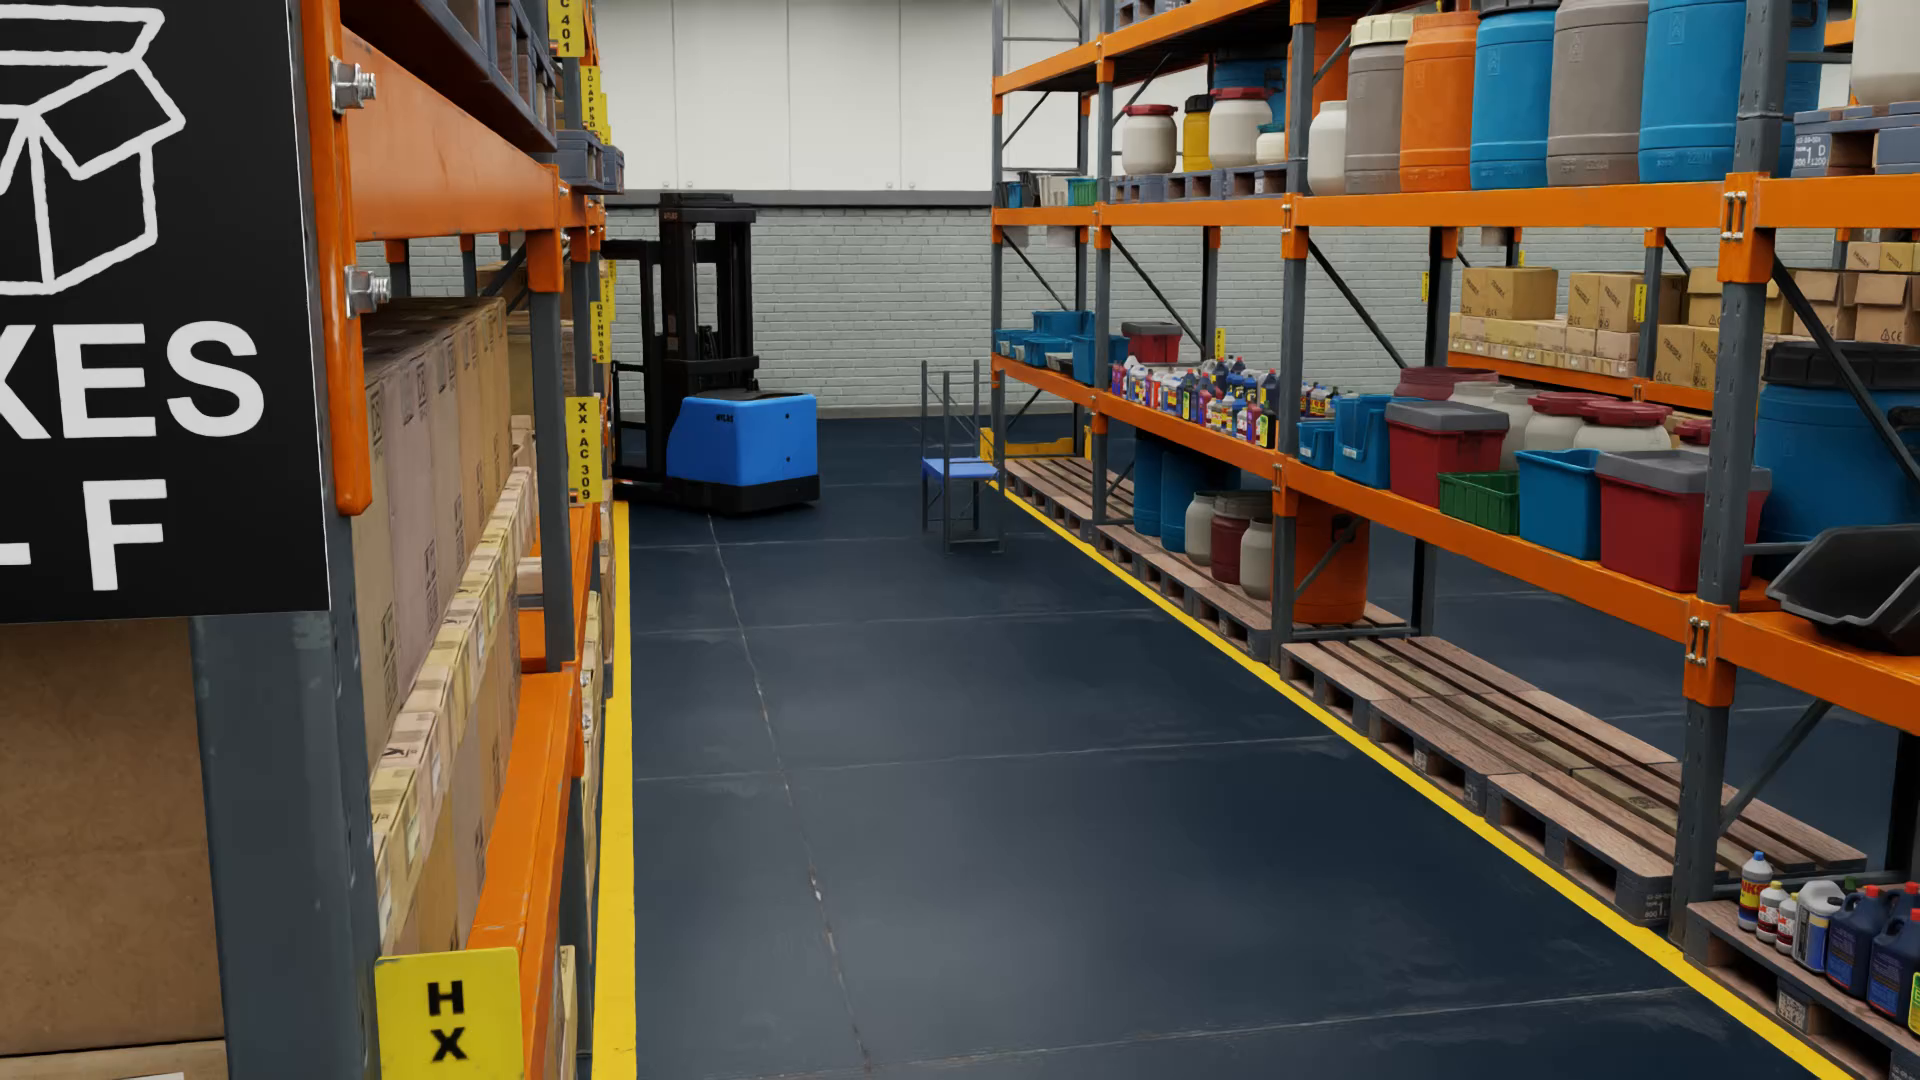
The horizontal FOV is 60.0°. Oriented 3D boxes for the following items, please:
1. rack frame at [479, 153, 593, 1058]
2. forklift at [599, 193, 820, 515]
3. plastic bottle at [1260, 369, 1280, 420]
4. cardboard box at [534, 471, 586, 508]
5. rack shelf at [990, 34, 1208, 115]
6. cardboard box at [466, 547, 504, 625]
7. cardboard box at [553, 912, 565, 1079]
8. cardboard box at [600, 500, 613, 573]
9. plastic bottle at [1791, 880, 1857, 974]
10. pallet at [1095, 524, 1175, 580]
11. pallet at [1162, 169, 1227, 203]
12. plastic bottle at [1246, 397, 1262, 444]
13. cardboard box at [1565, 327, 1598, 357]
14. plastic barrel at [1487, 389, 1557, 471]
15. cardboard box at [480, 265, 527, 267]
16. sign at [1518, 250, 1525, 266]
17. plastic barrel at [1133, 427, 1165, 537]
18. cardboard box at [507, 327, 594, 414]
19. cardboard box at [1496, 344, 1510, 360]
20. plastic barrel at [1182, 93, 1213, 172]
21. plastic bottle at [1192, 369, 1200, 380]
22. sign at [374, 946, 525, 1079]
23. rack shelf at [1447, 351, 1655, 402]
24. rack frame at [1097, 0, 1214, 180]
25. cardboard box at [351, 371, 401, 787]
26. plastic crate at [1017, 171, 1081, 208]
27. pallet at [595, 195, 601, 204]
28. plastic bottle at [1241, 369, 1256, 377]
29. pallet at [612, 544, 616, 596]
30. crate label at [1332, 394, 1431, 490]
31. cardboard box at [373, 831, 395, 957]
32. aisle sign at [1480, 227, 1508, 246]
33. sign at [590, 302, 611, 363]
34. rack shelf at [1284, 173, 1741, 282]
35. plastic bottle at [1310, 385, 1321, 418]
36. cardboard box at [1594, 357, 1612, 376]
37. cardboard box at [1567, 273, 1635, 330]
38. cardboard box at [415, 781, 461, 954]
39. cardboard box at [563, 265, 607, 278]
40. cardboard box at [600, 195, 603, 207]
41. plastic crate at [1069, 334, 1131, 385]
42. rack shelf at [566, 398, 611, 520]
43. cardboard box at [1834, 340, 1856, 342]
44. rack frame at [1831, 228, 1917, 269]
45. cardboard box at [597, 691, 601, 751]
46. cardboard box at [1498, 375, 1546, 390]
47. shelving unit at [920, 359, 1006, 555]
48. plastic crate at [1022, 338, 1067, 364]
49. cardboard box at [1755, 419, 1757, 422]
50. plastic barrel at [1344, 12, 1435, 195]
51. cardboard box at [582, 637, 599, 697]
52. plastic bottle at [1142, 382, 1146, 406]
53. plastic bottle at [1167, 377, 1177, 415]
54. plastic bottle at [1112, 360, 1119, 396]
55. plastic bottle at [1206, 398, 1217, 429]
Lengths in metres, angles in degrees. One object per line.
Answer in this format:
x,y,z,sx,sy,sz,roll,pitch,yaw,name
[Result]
-1.696,0.209,5.078,1.000,3.000,0.127,-2,11,-11,rack frame
-2.799,-1.870,16.183,3.031,2.935,1.130,9,14,39,forklift
2.199,-1.025,11.690,0.144,0.351,0.185,-2,11,-11,plastic bottle
-2.028,-0.247,8.142,0.380,0.149,0.250,-2,11,-11,cardboard box
1.219,-4.202,15.200,1.077,0.370,4.000,-2,11,-11,rack shelf
-1.187,0.116,3.563,0.380,0.149,0.250,-2,11,-9,cardboard box
-1.305,1.154,4.336,0.500,0.500,0.500,-2,11,-11,cardboard box
-2.689,0.016,11.597,0.500,0.500,0.500,-2,11,-10,cardboard box
2.886,1.284,5.537,0.152,0.276,0.135,-2,11,-9,plastic bottle
1.717,0.075,13.238,1.003,0.211,1.213,-2,11,-11,pallet
2.080,-2.471,11.637,1.003,0.211,1.213,-2,11,-11,pallet
1.844,-0.748,10.416,0.061,0.283,0.133,-2,11,-11,plastic bottle
6.020,-1.857,15.535,0.500,0.250,0.500,-2,11,-9,cardboard box
2.877,-0.501,8.508,0.421,0.512,0.421,0,11,0,plastic barrel
-3.804,-2.068,14.100,0.500,0.500,0.500,-2,11,-11,cardboard box
6.223,-3.054,18.490,0.100,0.325,0.005,-2,11,-11,sign
1.697,-0.513,13.359,0.600,0.901,0.708,-2,11,-11,plastic barrel
-2.697,-1.066,10.386,0.700,0.500,0.500,0,11,0,cardboard box
5.686,-1.915,16.910,0.380,0.149,0.250,-2,11,-12,cardboard box
1.985,-3.050,12.551,0.600,0.588,0.600,0,11,0,plastic barrel
1.883,-1.272,13.388,0.097,0.201,0.097,0,11,0,plastic bottle
-0.372,0.459,1.235,0.100,0.325,0.005,-2,11,-11,sign
6.077,-1.632,16.670,1.077,0.370,4.000,-2,11,-11,rack shelf
1.608,-4.385,13.168,1.000,3.000,0.127,-2,11,-11,rack frame
-1.114,0.064,2.102,0.700,0.500,0.500,-2,11,-12,cardboard box
0.857,-3.324,15.784,0.504,0.338,0.767,-2,11,-11,plastic crate
-3.194,-2.518,11.882,1.213,0.211,1.003,-2,11,-11,pallet
2.171,-1.157,12.585,0.152,0.276,0.135,-2,11,-11,plastic bottle
-3.056,0.259,12.271,1.003,0.211,1.213,-2,11,-11,pallet
2.314,-0.530,8.862,0.502,0.435,0.616,-2,11,-11,crate label
-0.837,0.446,1.826,0.380,0.149,0.250,-2,11,-12,cardboard box
5.969,-3.653,18.414,0.394,0.787,0.004,-2,11,-11,aisle sign
-1.930,-1.114,8.933,0.100,0.325,0.005,-2,11,-11,sign
2.775,-1.458,7.734,1.077,0.370,4.000,-2,11,-11,rack shelf
2.443,-0.924,11.373,0.097,0.271,0.097,0,11,0,plastic bottle
6.035,-1.586,15.179,0.380,0.149,0.250,-2,11,-10,cardboard box
6.021,-2.226,15.467,0.500,0.500,0.500,-2,11,-10,cardboard box
-1.194,0.620,2.651,0.700,0.500,0.500,-2,11,-11,cardboard box
-3.268,-2.084,14.184,0.500,0.500,0.500,-2,11,-13,cardboard box
-3.474,-3.124,14.967,0.500,0.250,0.500,-2,11,-11,cardboard box
1.183,-1.533,14.110,0.392,0.384,0.575,-2,11,-11,plastic crate
-2.863,-0.538,10.926,1.077,0.370,4.000,-2,11,-11,rack shelf
6.710,-1.202,12.221,0.500,0.500,0.500,-2,11,-13,cardboard box
10.573,-2.514,19.380,1.000,3.000,0.127,-2,11,-11,rack frame
-1.933,0.894,7.708,0.500,0.250,0.500,-2,11,-10,cardboard box
6.068,-1.233,17.211,0.875,0.875,0.875,-2,11,-11,cardboard box
0.017,-0.721,13.974,0.538,1.500,1.048,-2,11,-11,shelving unit
0.811,-1.820,16.024,0.416,0.233,0.300,-2,11,-11,plastic crate
6.785,-0.500,13.361,1.225,0.875,0.875,-3,11,-13,cardboard box
2.333,-2.266,8.715,0.600,0.901,0.600,0,11,0,plastic barrel
-1.927,0.619,7.653,0.500,0.311,0.500,-2,11,-11,cardboard box
1.429,-1.117,12.572,0.097,0.201,0.097,0,11,0,plastic bottle
1.545,-1.041,11.990,0.097,0.271,0.097,0,11,0,plastic bottle
1.261,-1.298,13.305,0.061,0.283,0.133,-2,11,-11,plastic bottle
1.707,-0.855,11.195,0.097,0.201,0.097,0,11,0,plastic bottle
